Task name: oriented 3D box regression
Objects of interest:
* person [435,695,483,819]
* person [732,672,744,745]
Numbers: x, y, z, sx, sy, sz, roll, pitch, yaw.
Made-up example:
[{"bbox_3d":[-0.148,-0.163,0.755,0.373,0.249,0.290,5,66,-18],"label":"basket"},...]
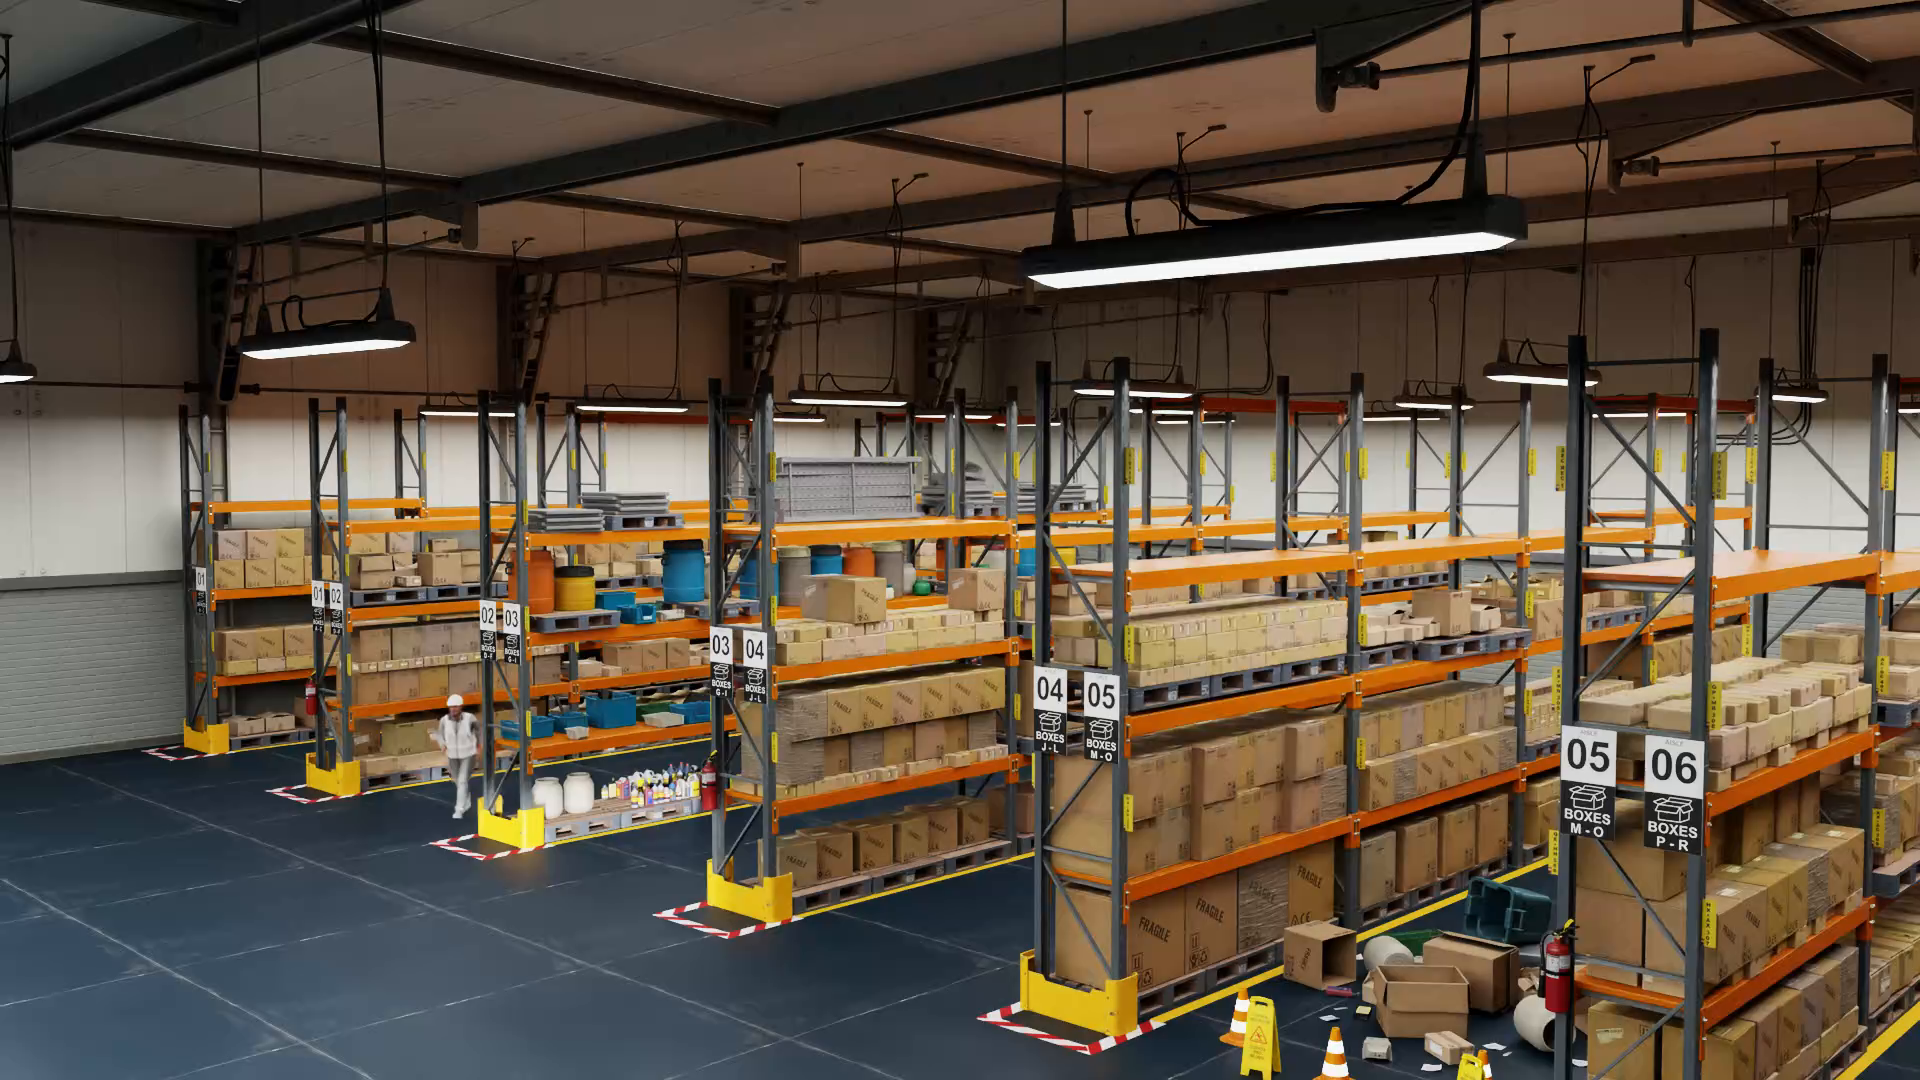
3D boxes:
[{"bbox_3d":[-7.061,3.023,23.499,0.621,1.736,0.979,0,3,2],"label":"person"},{"bbox_3d":[-3.793,2.807,28.717,0.666,1.662,0.778,3,4,42],"label":"person"}]
